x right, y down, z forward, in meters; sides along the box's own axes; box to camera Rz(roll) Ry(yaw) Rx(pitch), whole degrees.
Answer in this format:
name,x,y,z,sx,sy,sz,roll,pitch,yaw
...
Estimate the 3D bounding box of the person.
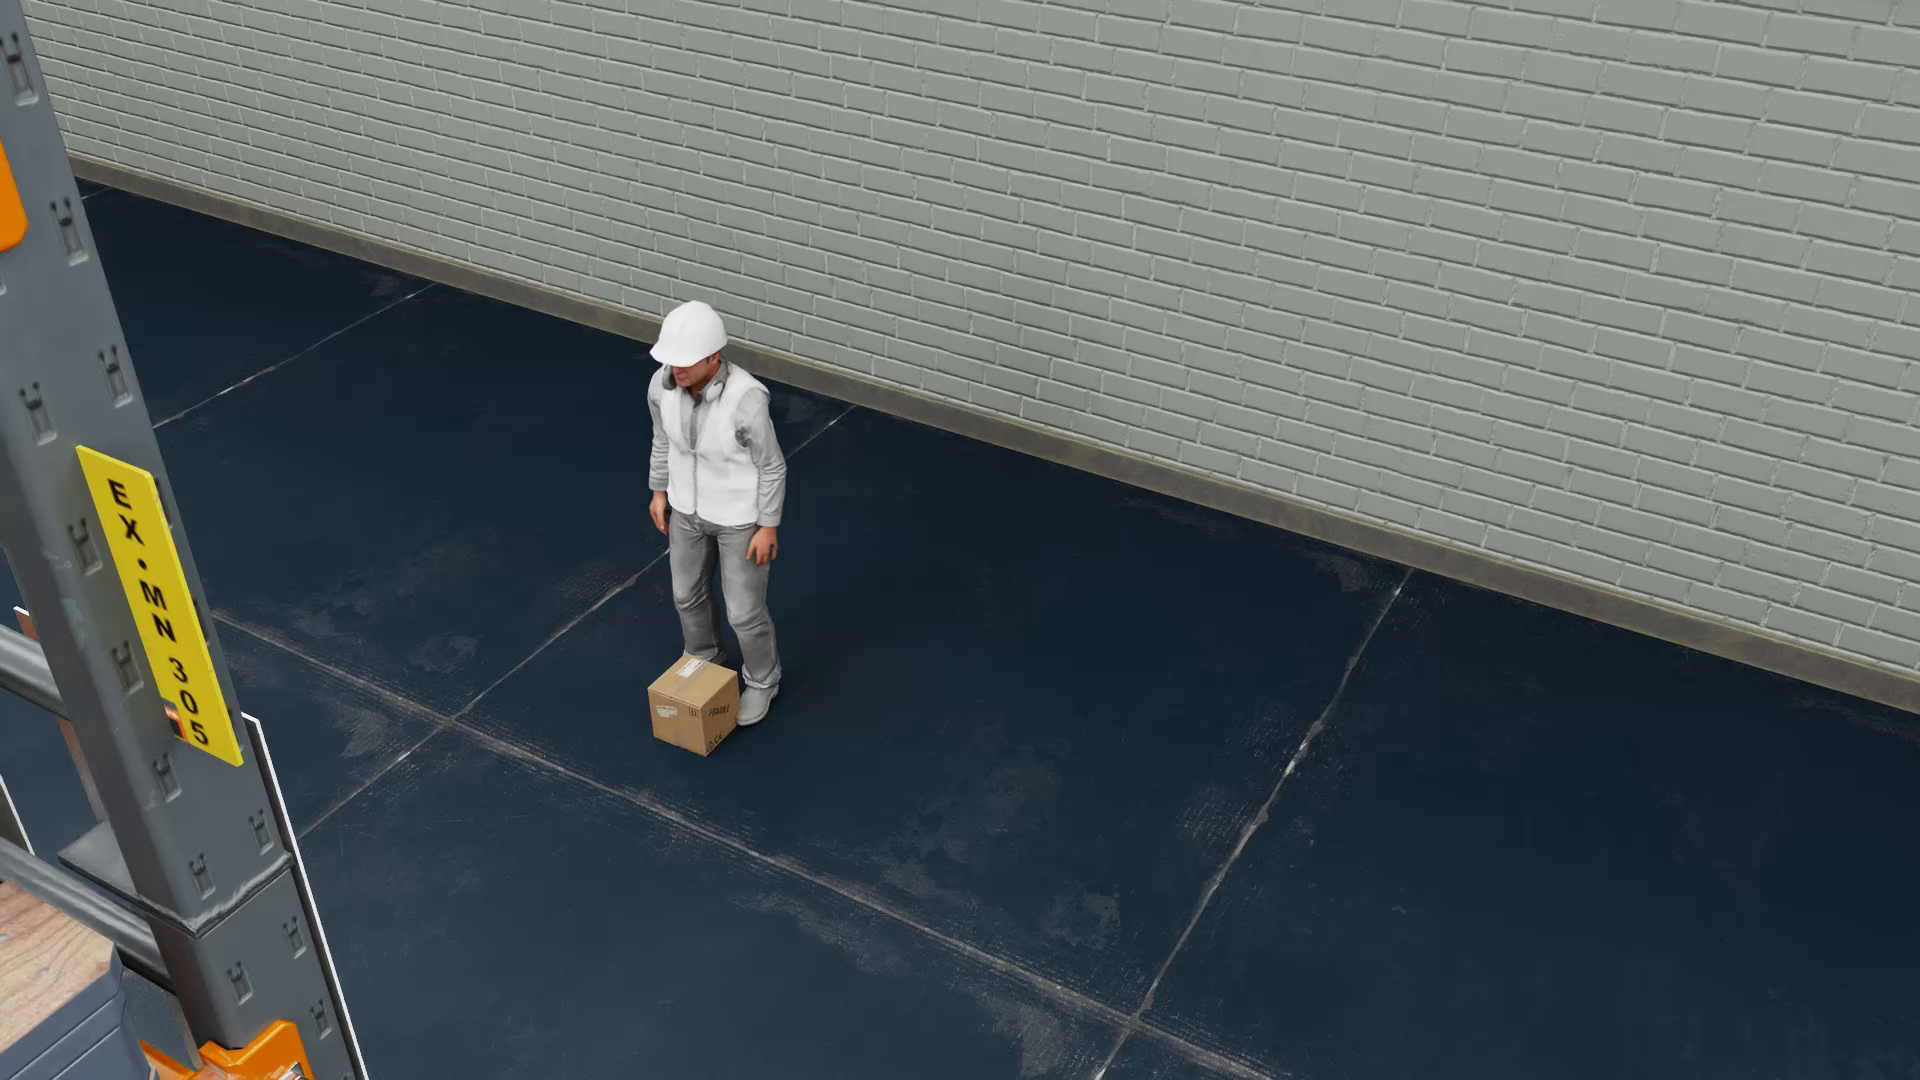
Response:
name,x,y,z,sx,sy,sz,roll,pitch,yaw
person,-0.919,-0.111,6.284,0.581,1.771,0.465,17,38,24
